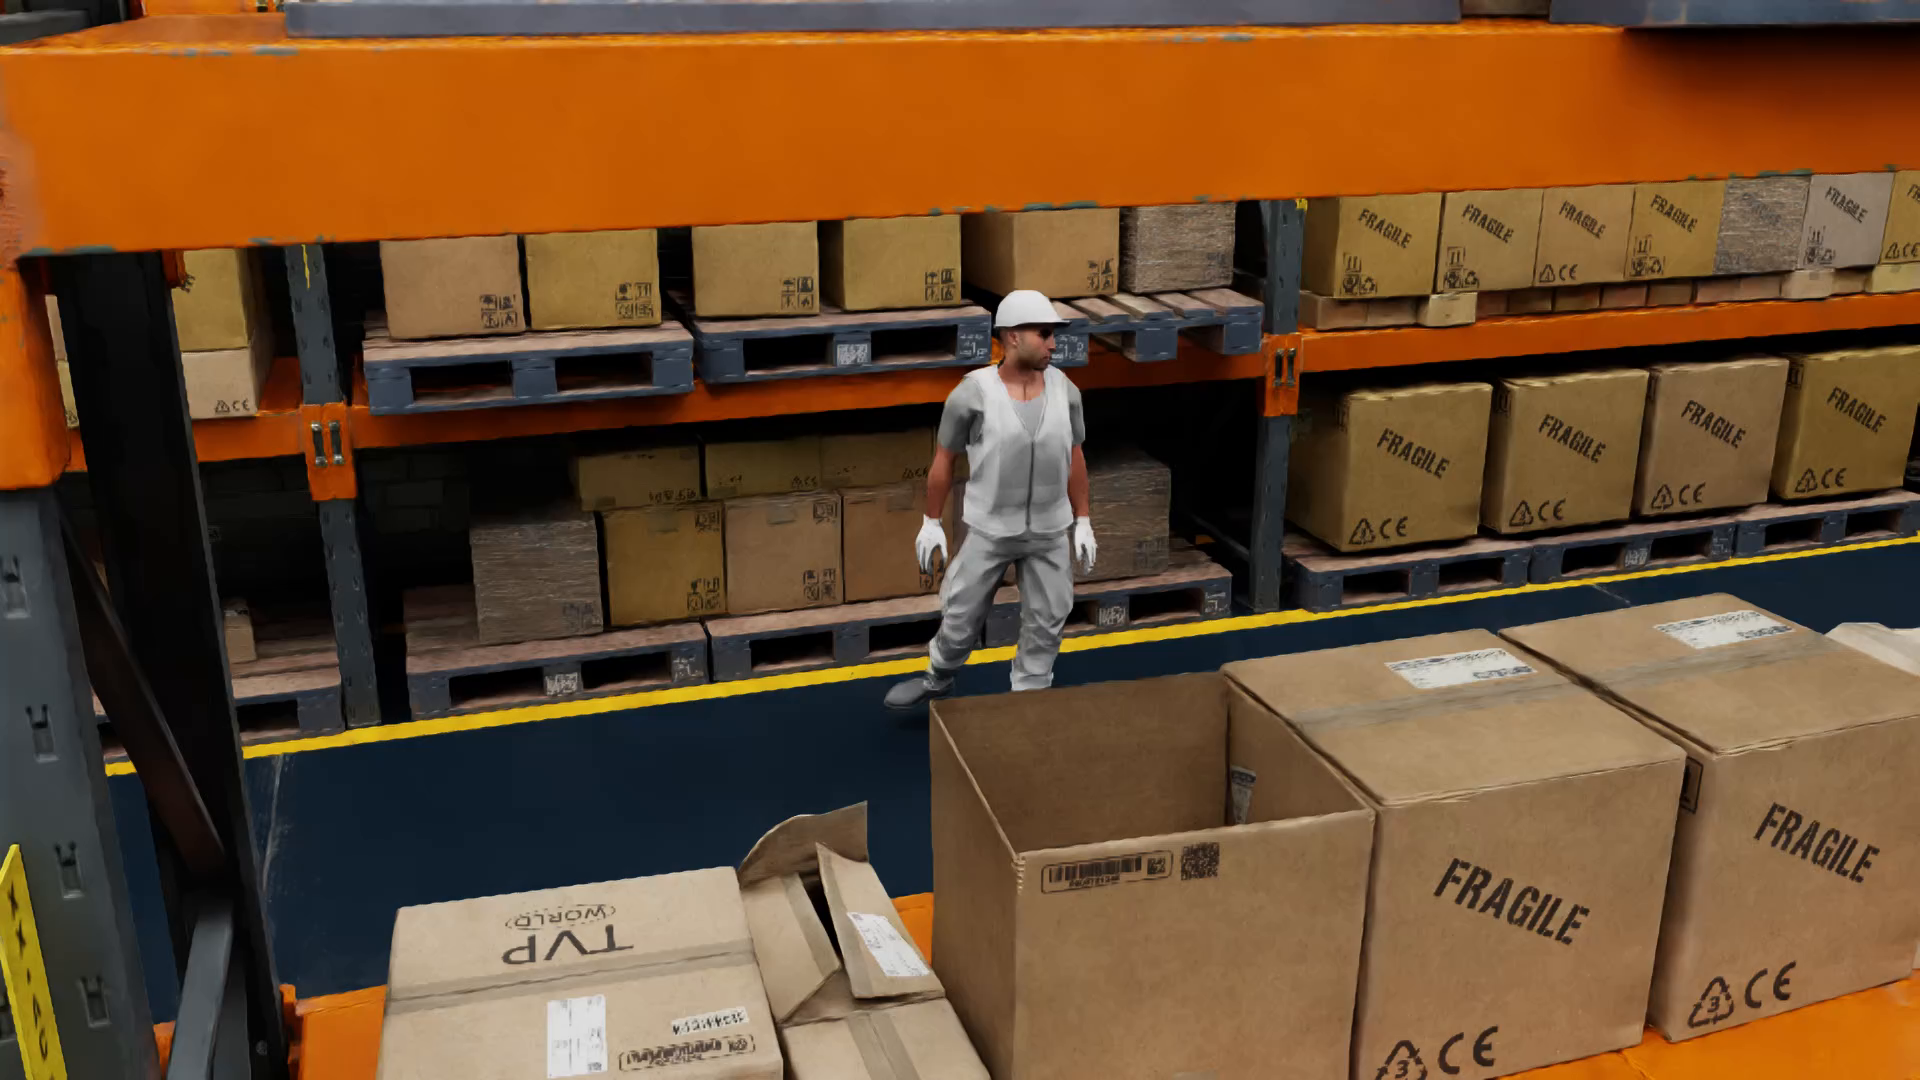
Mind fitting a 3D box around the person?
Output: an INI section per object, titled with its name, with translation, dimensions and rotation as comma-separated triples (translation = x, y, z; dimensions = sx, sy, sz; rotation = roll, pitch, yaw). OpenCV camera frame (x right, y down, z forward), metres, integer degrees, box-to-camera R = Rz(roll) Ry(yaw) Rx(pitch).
[person]
translation = 0.116, -0.043, 6.159
dimensions = 0.737, 1.787, 0.625
rotation = -5, 20, -15
